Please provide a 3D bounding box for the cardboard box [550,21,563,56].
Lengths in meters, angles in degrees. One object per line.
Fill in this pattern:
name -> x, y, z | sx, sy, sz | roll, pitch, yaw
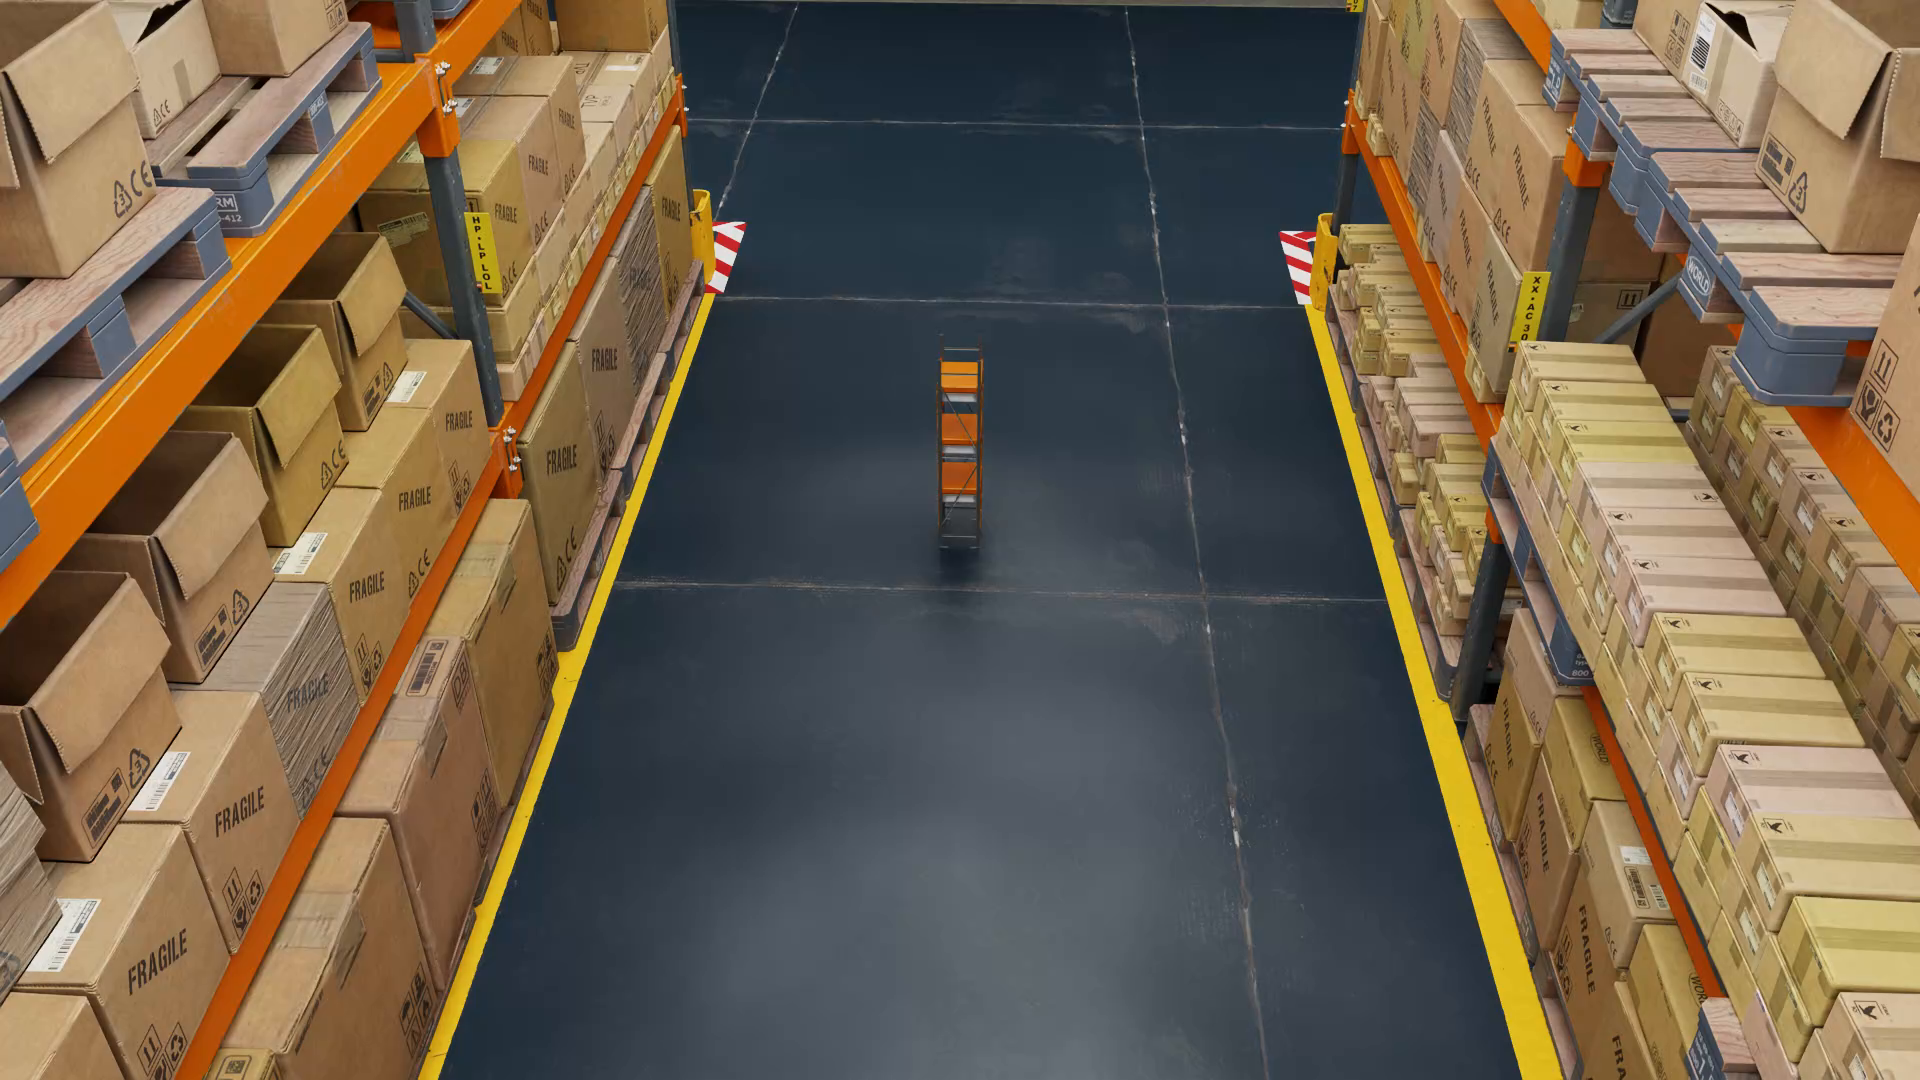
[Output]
cardboard box -> -2.459, -2.728, 9.395 | 0.500, 0.250, 0.500 | 0, 35, 1

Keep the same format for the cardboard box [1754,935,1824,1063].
cardboard box -> 2.043, 1.042, 3.753 | 0.380, 0.149, 0.250 | 2, 35, 3

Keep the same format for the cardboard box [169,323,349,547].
cardboard box -> -2.387, -0.329, 5.150 | 0.797, 0.503, 0.637 | 2, 35, 2

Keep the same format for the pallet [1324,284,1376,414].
pallet -> 2.711, -1.114, 9.652 | 1.003, 0.211, 1.213 | 1, 35, 2

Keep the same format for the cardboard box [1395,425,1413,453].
cardboard box -> 2.416, -0.448, 8.393 | 0.380, 0.149, 0.250 | 2, 35, 3

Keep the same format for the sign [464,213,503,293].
sign -> -1.788, -1.073, 6.231 | 0.100, 0.325, 0.005 | 1, 35, 2

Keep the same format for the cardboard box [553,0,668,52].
cardboard box -> -1.927, -3.018, 9.156 | 0.500, 0.500, 0.500 | 2, 35, 2

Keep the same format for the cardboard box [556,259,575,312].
cardboard box -> -1.957, -1.152, 7.499 | 0.380, 0.149, 0.250 | 0, 35, 1

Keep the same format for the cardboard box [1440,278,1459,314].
cardboard box -> 2.387, -1.140, 7.482 | 0.380, 0.149, 0.250 | 0, 35, 0

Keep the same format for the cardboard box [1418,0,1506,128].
cardboard box -> 2.425, -2.203, 7.561 | 0.500, 0.500, 0.500 | 0, 35, 0

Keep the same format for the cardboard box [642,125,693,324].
cardboard box -> -2.115, -1.870, 9.785 | 0.875, 0.875, 0.875 | 1, 35, 2

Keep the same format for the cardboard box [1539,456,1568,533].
cardboard box -> 2.128, -0.144, 5.441 | 0.380, 0.149, 0.250 | 2, 35, 3

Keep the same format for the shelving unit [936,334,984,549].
shelving unit -> 0.002, -0.460, 7.992 | 0.215, 1.050, 0.252 | 1, 35, 2

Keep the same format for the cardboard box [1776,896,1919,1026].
cardboard box -> 2.045, 0.932, 3.651 | 0.380, 0.149, 0.250 | 2, 35, 3

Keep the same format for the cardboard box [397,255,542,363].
cardboard box -> -2.050, -0.963, 6.884 | 0.500, 0.250, 0.500 | 1, 35, 1

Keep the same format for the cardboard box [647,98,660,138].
cardboard box -> -1.875, -2.328, 9.172 | 0.380, 0.149, 0.250 | 1, 35, 2

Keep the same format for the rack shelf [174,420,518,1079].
rack shelf -> -2.411, 0.804, 5.122 | 1.077, 0.370, 4.000 | 1, 35, 2

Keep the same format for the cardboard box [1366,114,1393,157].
cardboard box -> 2.409, -2.183, 8.966 | 0.380, 0.149, 0.250 | 0, 35, 1

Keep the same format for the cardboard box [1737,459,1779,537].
cardboard box -> 2.781, -0.130, 5.421 | 0.380, 0.149, 0.250 | 3, 35, 4

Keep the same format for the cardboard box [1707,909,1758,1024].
cardboard box -> 2.057, 1.035, 4.022 | 0.380, 0.149, 0.250 | 1, 35, 1

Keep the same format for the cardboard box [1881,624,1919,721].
cardboard box -> 2.738, 0.360, 4.465 | 0.380, 0.149, 0.250 | 1, 35, 1

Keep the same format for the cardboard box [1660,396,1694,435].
cardboard box -> 2.960, -0.519, 6.598 | 0.380, 0.149, 0.250 | 3, 35, 4

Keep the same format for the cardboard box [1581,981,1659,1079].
cardboard box -> 2.256, 1.696, 5.037 | 0.500, 0.500, 0.500 | 0, 35, 0

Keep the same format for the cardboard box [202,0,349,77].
cardboard box -> -2.344, -1.746, 5.064 | 0.700, 0.500, 0.500 | 2, 35, 3

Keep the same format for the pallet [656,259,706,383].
pallet -> -2.124, -1.335, 9.966 | 1.003, 0.211, 1.213 | 1, 35, 2

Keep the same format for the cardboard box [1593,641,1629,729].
cardboard box -> 2.099, 0.431, 4.882 | 0.380, 0.149, 0.250 | 1, 35, 1

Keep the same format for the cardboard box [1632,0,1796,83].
cardboard box -> 2.496, -1.691, 4.987 | 0.700, 0.500, 0.500 | 1, 35, 2

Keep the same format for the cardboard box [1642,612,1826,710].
cardboard box -> 2.088, 0.335, 4.501 | 0.380, 0.149, 0.250 | 2, 35, 3

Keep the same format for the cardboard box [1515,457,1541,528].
cardboard box -> 2.141, -0.160, 5.723 | 0.380, 0.149, 0.250 | 2, 35, 3

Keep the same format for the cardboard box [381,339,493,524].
cardboard box -> -2.076, -0.405, 6.131 | 0.500, 0.500, 0.500 | 1, 35, 2

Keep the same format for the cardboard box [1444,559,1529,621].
cardboard box -> 2.317, 0.218, 7.186 | 0.380, 0.149, 0.250 | 2, 35, 3

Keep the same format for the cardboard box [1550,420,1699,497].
cardboard box -> 2.128, -0.256, 5.341 | 0.380, 0.149, 0.250 | 2, 35, 2

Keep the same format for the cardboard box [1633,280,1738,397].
cardboard box -> 2.893, -0.908, 6.587 | 0.500, 0.500, 0.500 | 1, 35, 1

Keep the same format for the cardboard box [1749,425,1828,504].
cardboard box -> 2.778, -0.241, 5.320 | 0.380, 0.149, 0.250 | 0, 35, 0

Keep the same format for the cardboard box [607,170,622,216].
cardboard box -> -1.917, -1.744, 8.341 | 0.380, 0.149, 0.250 | 2, 35, 3

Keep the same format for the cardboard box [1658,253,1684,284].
cardboard box -> 2.883, -1.292, 6.264 | 0.500, 0.500, 0.500 | 2, 35, 3

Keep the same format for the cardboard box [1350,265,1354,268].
cardboard box -> 2.505, -1.597, 9.769 | 0.380, 0.149, 0.250 | 3, 35, 4

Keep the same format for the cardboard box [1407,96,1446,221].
cardboard box -> 2.445, -1.793, 7.847 | 0.500, 0.500, 0.500 | 0, 35, 1

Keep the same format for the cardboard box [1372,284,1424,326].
cardboard box -> 2.465, -1.273, 9.049 | 0.380, 0.149, 0.250 | 0, 35, 0

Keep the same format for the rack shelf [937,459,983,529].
rack shelf -> 0.002, -0.224, 8.158 | 0.215, 0.259, 0.240 | 1, 35, 2

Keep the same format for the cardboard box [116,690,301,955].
cardboard box -> -2.164, 0.754, 4.481 | 0.500, 0.500, 0.500 | 1, 35, 1

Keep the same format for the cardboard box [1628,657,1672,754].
cardboard box -> 2.085, 0.457, 4.585 | 0.380, 0.149, 0.250 | 1, 35, 1

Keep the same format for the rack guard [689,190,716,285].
rack guard -> -2.169, -1.928, 10.559 | 1.175, 0.500, 0.348 | 1, 35, 2

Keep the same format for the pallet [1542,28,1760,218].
pallet -> 2.490, -1.265, 4.995 | 1.213, 0.211, 1.003 | 1, 35, 2

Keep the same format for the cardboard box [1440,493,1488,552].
cardboard box -> 2.346, -0.073, 7.342 | 0.380, 0.149, 0.250 | 2, 35, 2

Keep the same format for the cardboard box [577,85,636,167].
cardboard box -> -1.965, -2.129, 8.543 | 0.500, 0.250, 0.500 | 0, 35, 0

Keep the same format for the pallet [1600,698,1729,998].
pallet -> 2.499, 0.772, 4.710 | 1.003, 0.211, 1.213 | 1, 35, 2

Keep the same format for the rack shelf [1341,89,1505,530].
rack shelf -> 2.702, -1.321, 8.147 | 1.077, 0.370, 4.000 | 1, 35, 2

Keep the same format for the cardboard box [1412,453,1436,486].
cardboard box -> 2.407, -0.381, 8.038 | 0.380, 0.149, 0.250 | 2, 35, 3

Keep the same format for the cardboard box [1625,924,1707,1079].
cardboard box -> 2.272, 1.395, 4.813 | 0.500, 0.250, 0.500 | 2, 35, 3

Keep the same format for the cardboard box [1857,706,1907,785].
cardboard box -> 2.744, 0.599, 4.642 | 0.380, 0.149, 0.250 | 0, 35, 0

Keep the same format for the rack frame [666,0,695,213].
rack frame -> -2.170, -2.937, 9.821 | 1.000, 3.000, 0.127 | 1, 35, 2

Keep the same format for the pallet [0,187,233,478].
pallet -> -2.476, -0.505, 3.915 | 1.003, 0.211, 1.213 | 3, 35, 4

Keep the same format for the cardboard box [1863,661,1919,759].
cardboard box -> 2.738, 0.473, 4.563 | 0.380, 0.149, 0.250 | 3, 35, 4

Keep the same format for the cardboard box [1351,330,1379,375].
cardboard box -> 2.390, -1.037, 9.231 | 0.380, 0.149, 0.250 | 2, 35, 2

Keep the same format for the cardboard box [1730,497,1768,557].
cardboard box -> 2.782, -0.010, 5.509 | 0.380, 0.149, 0.250 | 1, 35, 2

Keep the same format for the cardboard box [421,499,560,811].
cardboard box -> -2.336, 0.427, 6.517 | 1.225, 0.875, 0.875 | 1, 35, 2

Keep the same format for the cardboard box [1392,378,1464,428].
cardboard box -> 2.355, -0.677, 8.201 | 0.380, 0.149, 0.250 | 0, 35, 0
